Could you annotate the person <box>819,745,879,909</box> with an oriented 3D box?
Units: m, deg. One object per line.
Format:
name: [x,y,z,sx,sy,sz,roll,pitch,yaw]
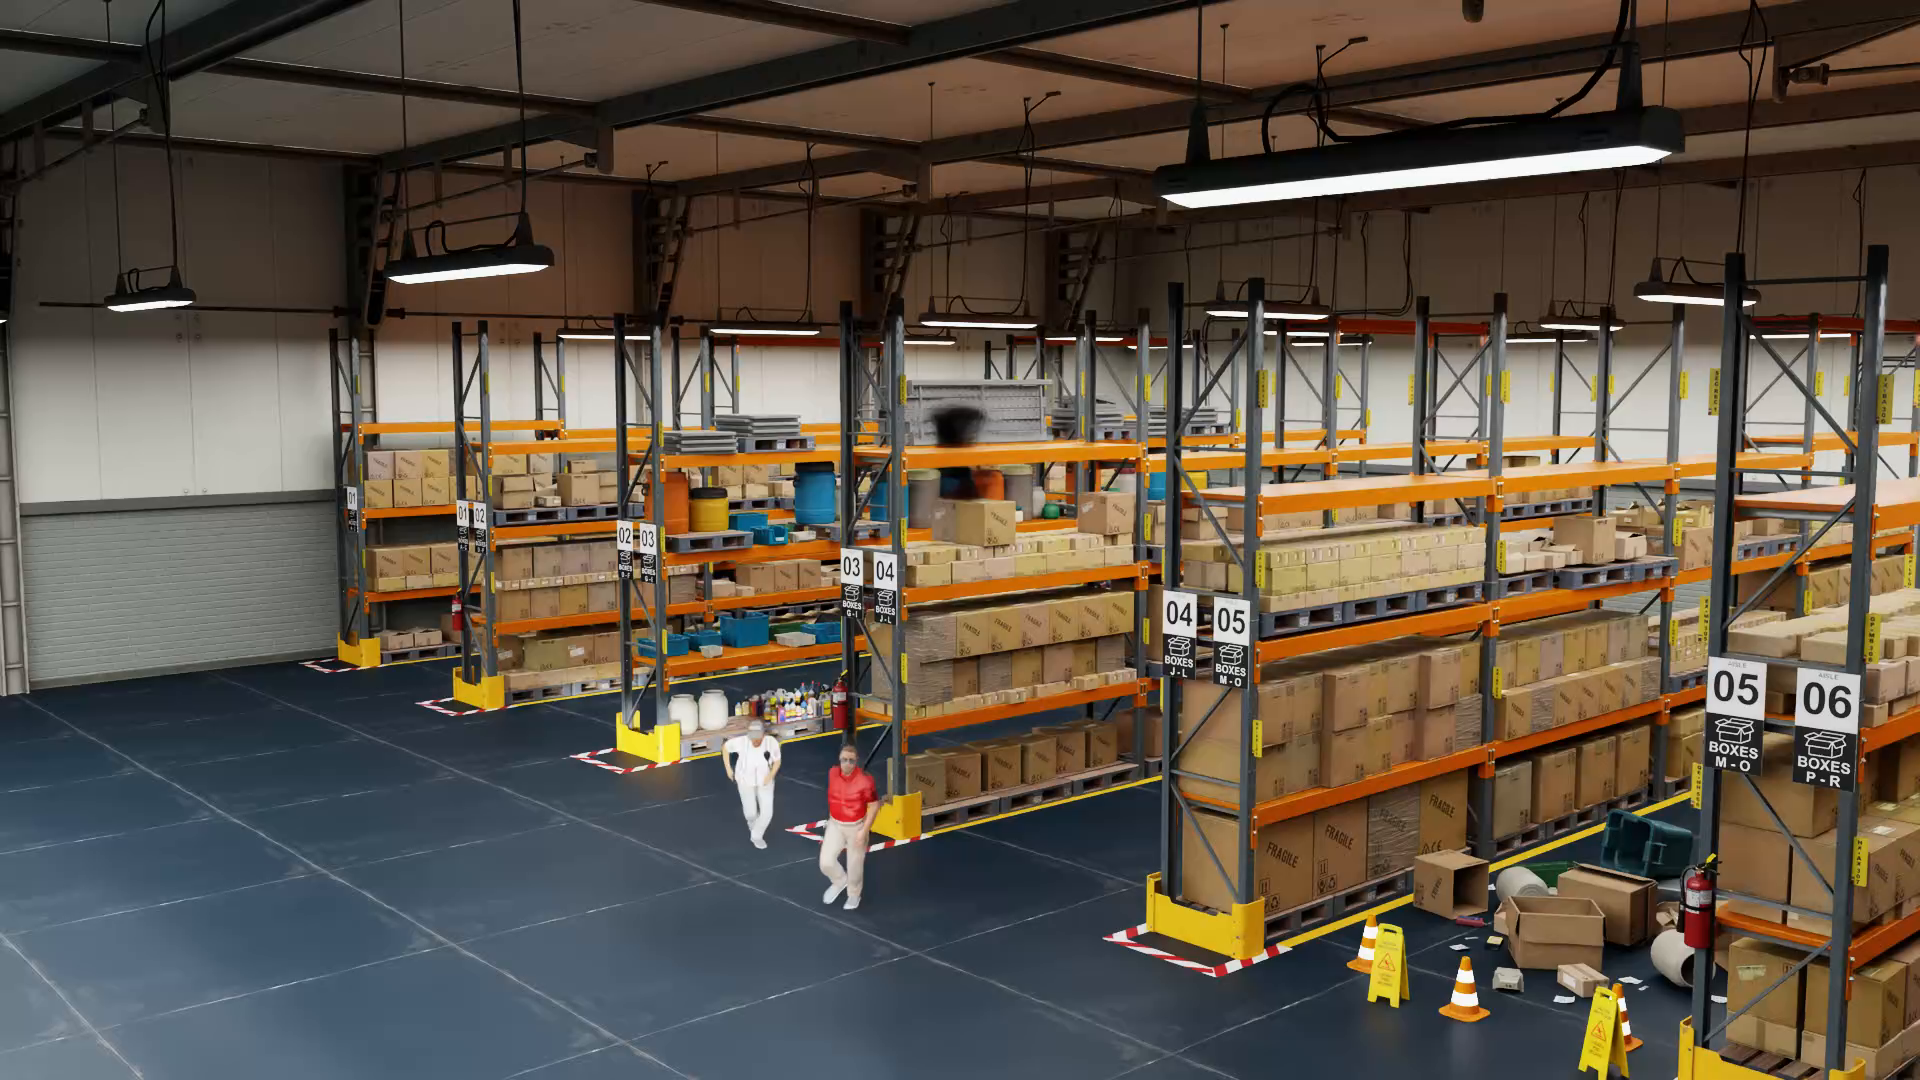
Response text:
person: [-1.054,2.757,15.959,0.663,1.668,0.708,2,6,19]

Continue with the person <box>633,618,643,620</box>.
person: [-5.892,1.338,30.143,0.690,1.711,0.633,6,8,44]

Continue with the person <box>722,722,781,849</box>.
person: [-2.261,2.659,18.082,0.628,1.487,0.837,-1,6,-11]
